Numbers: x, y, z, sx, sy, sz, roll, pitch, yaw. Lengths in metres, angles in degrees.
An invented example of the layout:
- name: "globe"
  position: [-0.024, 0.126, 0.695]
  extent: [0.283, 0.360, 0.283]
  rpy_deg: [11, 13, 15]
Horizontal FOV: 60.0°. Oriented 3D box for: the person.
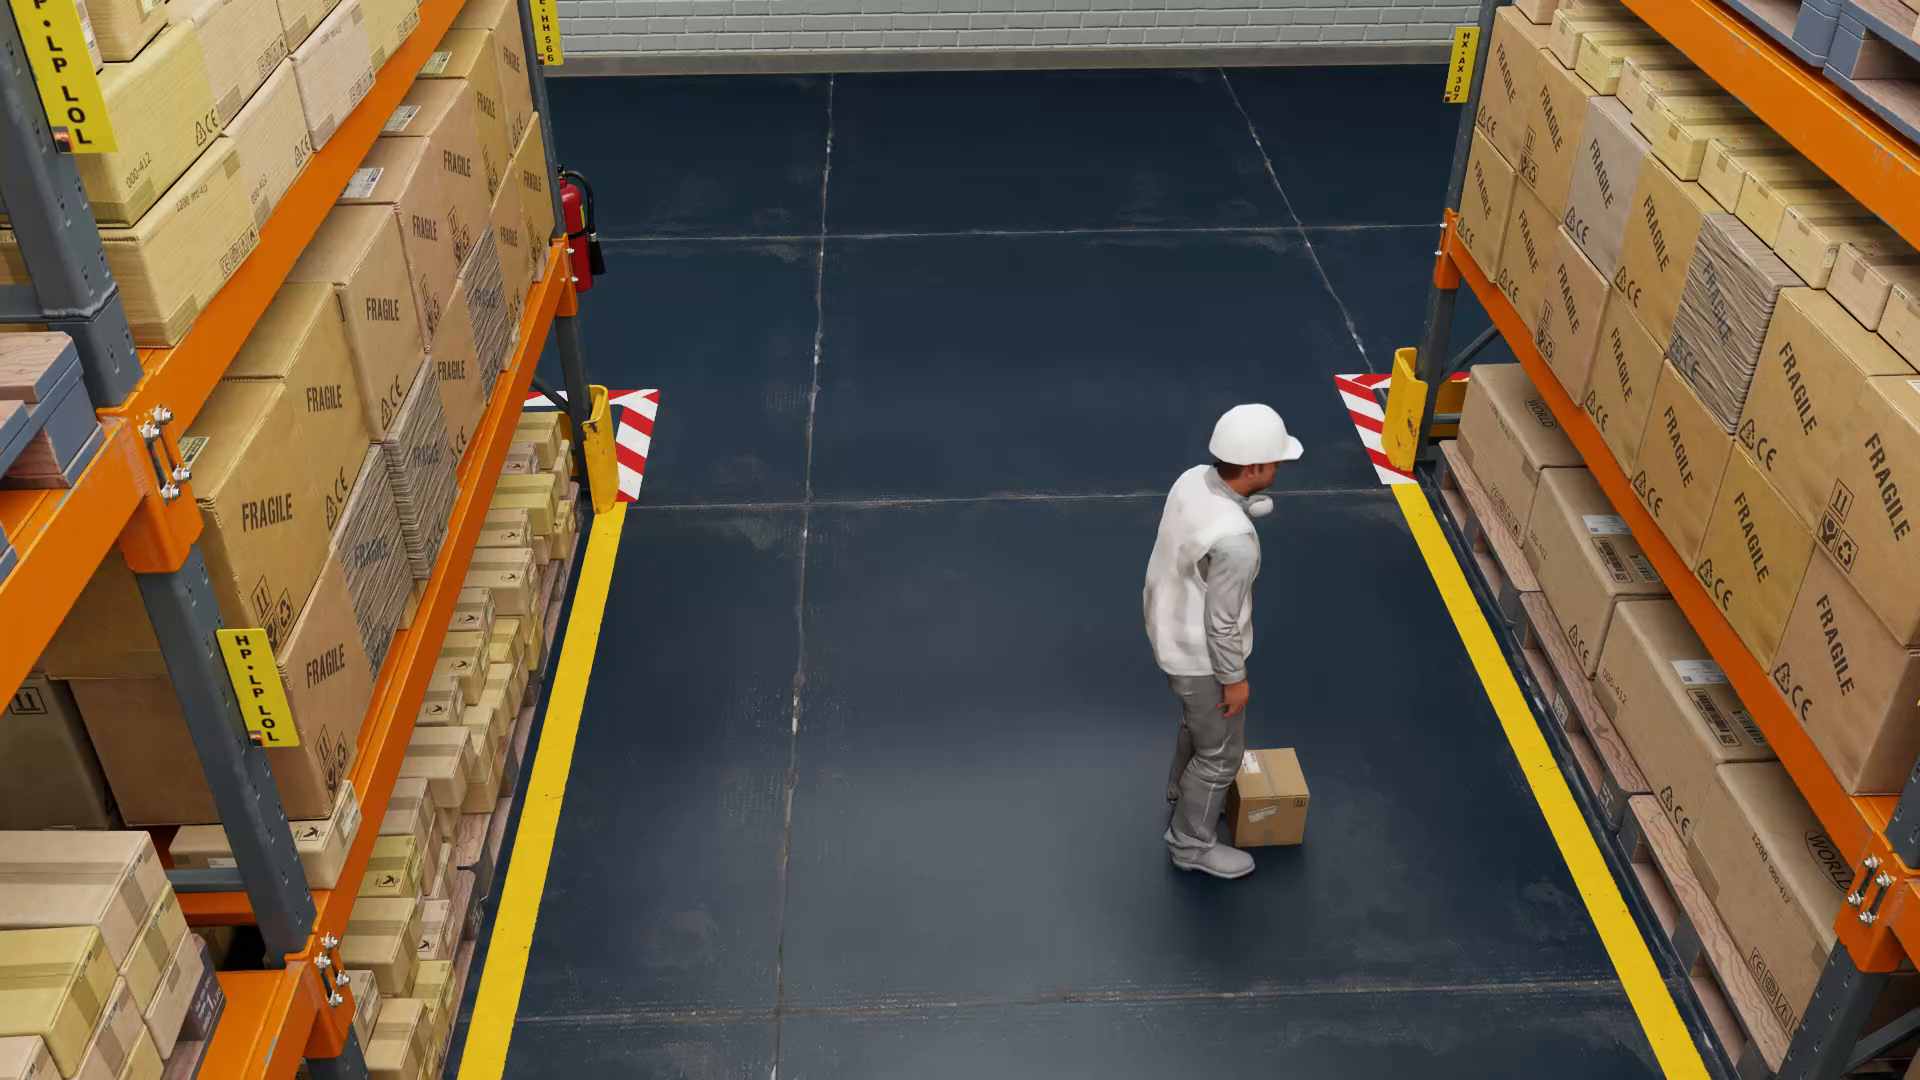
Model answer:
- name: "person"
  position: [0.858, 0.331, 5.651]
  extent: [0.476, 1.769, 0.581]
  rpy_deg: [-3, 35, -5]
